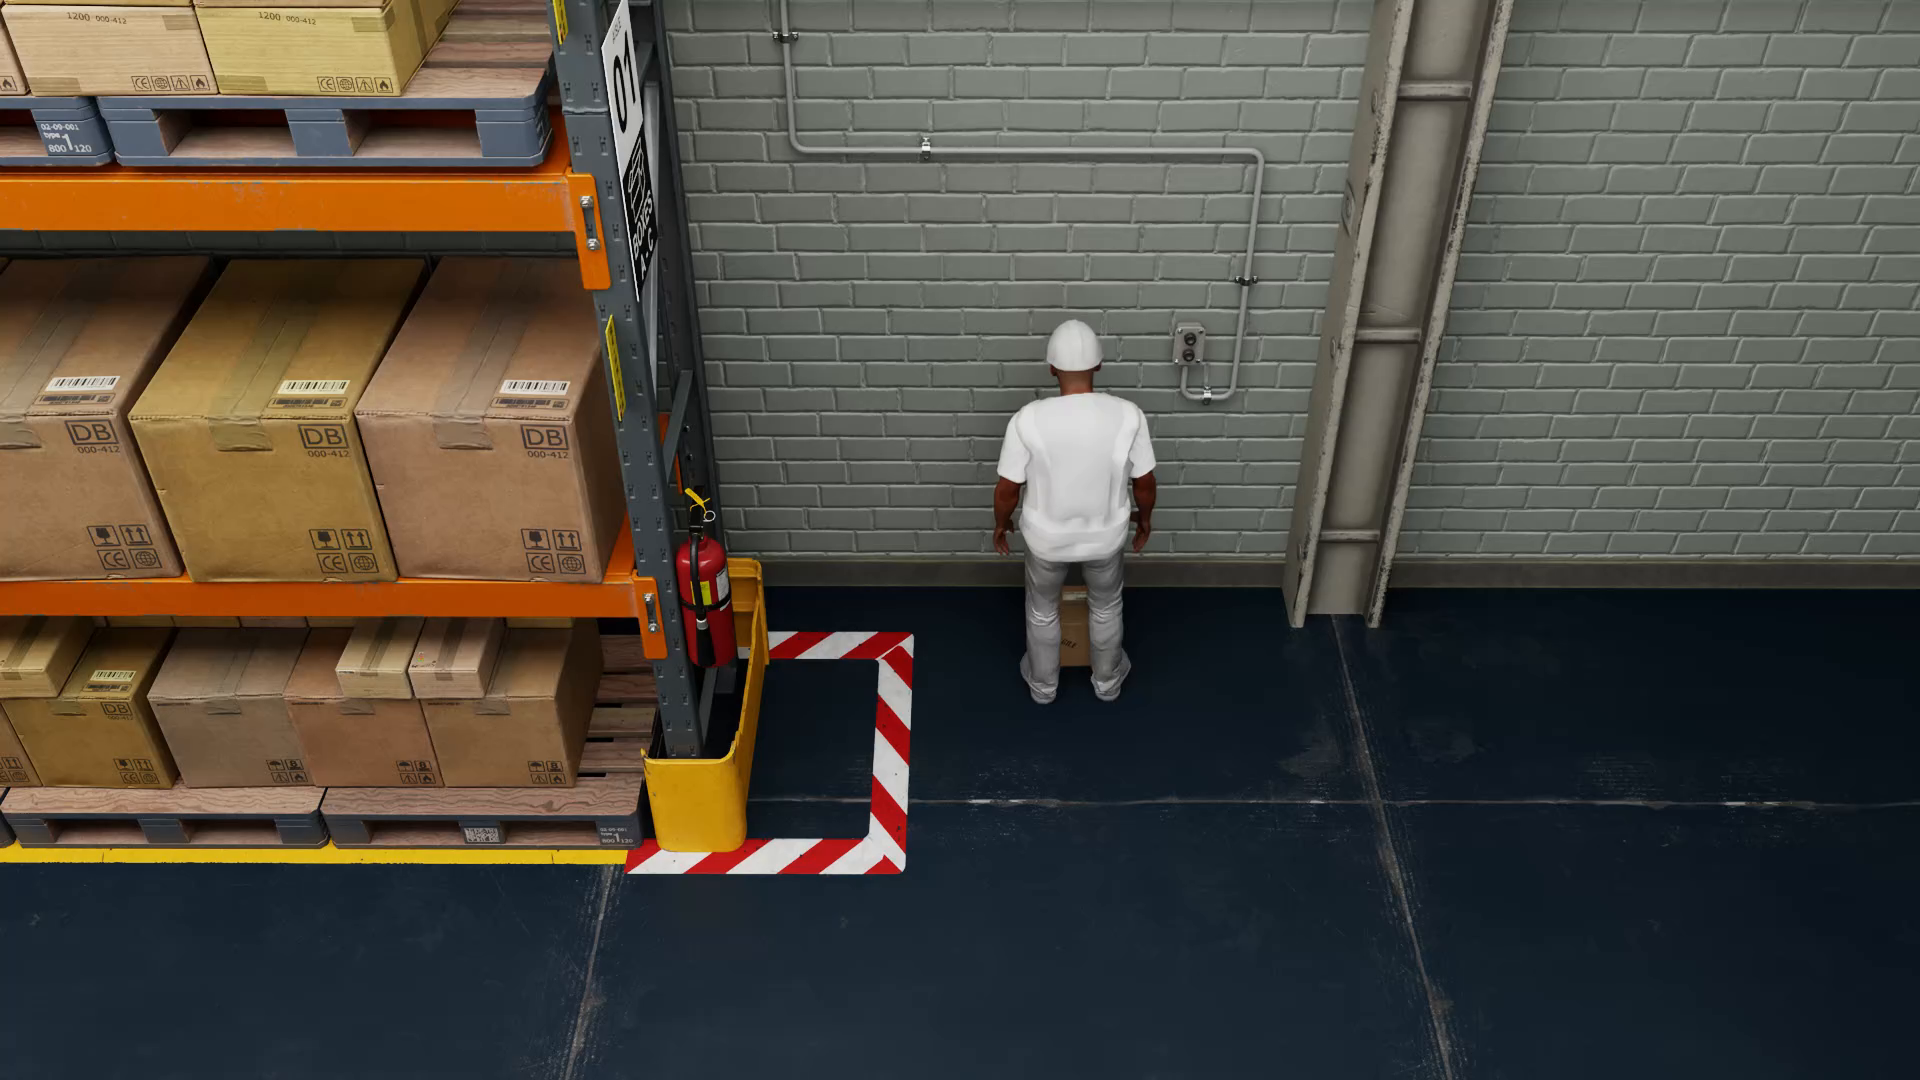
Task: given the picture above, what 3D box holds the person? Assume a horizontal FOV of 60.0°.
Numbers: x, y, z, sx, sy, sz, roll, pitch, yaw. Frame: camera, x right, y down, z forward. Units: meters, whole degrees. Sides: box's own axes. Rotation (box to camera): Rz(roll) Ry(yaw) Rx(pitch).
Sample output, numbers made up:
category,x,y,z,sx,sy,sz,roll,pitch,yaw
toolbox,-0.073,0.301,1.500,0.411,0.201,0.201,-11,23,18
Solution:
category,x,y,z,sx,sy,sz,roll,pitch,yaw
person,0.449,-0.068,6.581,0.638,1.761,0.458,-1,39,-2
